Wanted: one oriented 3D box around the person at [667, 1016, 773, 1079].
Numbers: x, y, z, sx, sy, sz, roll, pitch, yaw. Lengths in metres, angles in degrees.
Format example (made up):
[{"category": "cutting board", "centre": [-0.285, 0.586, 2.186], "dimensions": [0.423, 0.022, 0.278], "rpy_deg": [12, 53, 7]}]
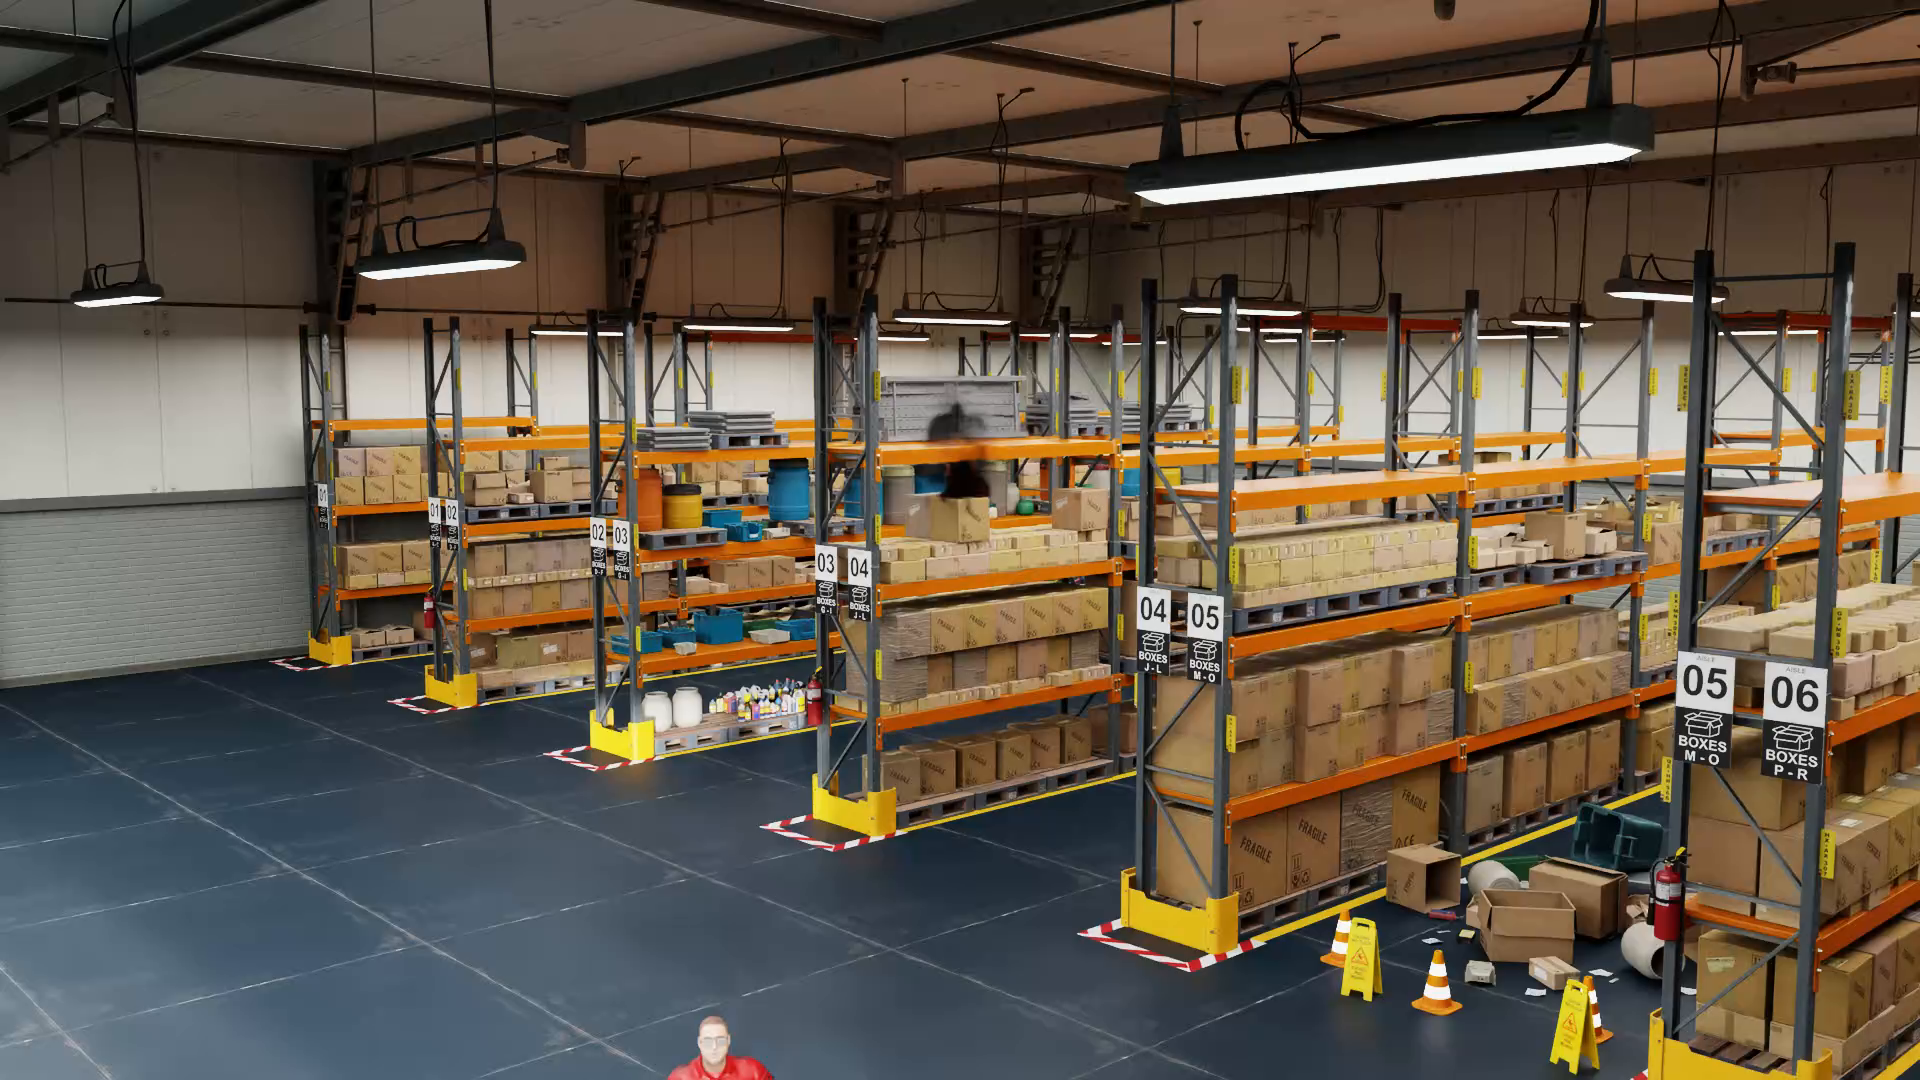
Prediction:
[{"category": "person", "centre": [-1.288, 3.435, 8.894], "dimensions": [0.644, 1.733, 0.648], "rpy_deg": [-1, 6, -8]}]
